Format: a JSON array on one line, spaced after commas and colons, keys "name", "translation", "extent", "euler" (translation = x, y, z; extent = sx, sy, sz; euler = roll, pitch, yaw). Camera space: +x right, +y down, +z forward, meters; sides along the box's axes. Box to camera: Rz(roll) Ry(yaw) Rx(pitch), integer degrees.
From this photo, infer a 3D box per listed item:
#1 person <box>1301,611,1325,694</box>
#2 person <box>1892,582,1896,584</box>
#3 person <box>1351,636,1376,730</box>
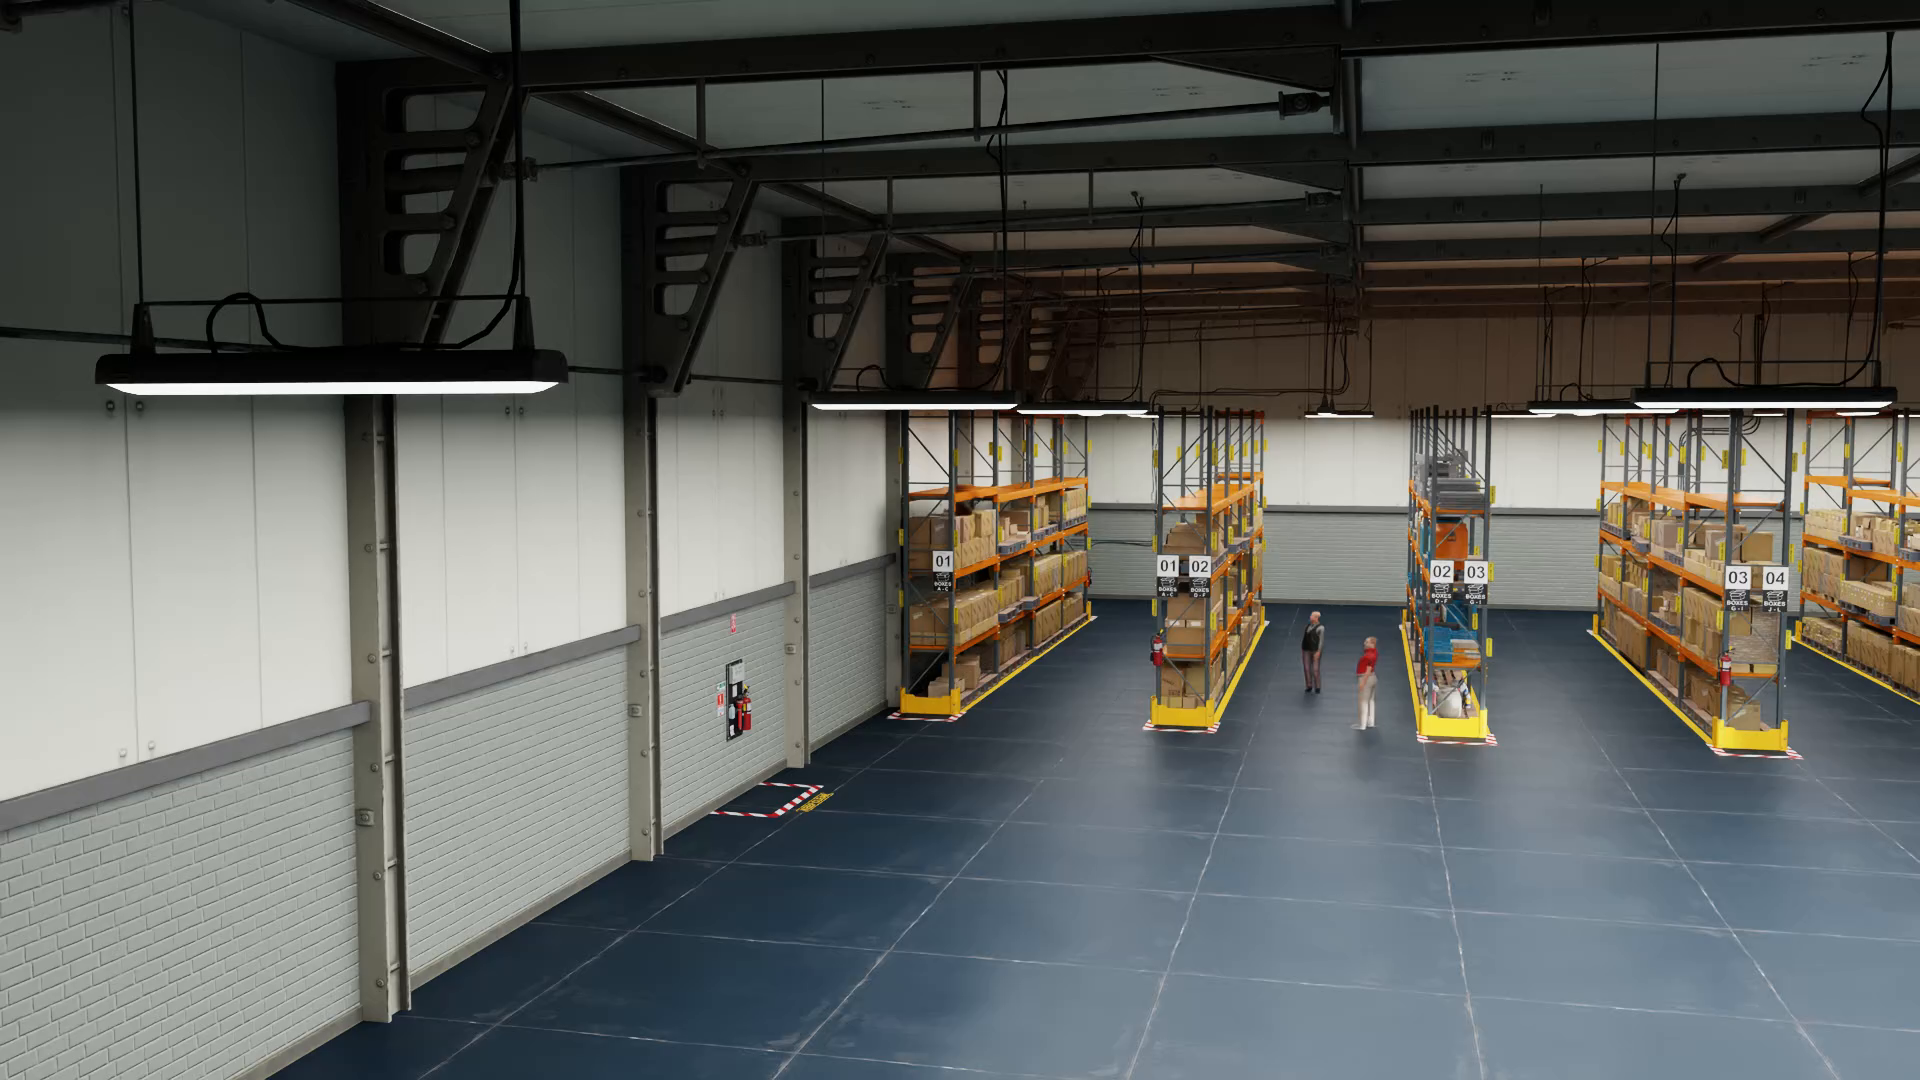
[{"name": "person", "translation": [7.424, 2.381, 35.082], "extent": [0.561, 1.756, 0.472], "euler": [3, 5, 36]}, {"name": "person", "translation": [23.907, 1.849, 42.717], "extent": [0.547, 1.657, 0.326], "euler": [-4, 6, -44]}, {"name": "person", "translation": [7.520, 2.650, 30.917], "extent": [0.408, 1.726, 0.594], "euler": [2, 5, 30]}]
